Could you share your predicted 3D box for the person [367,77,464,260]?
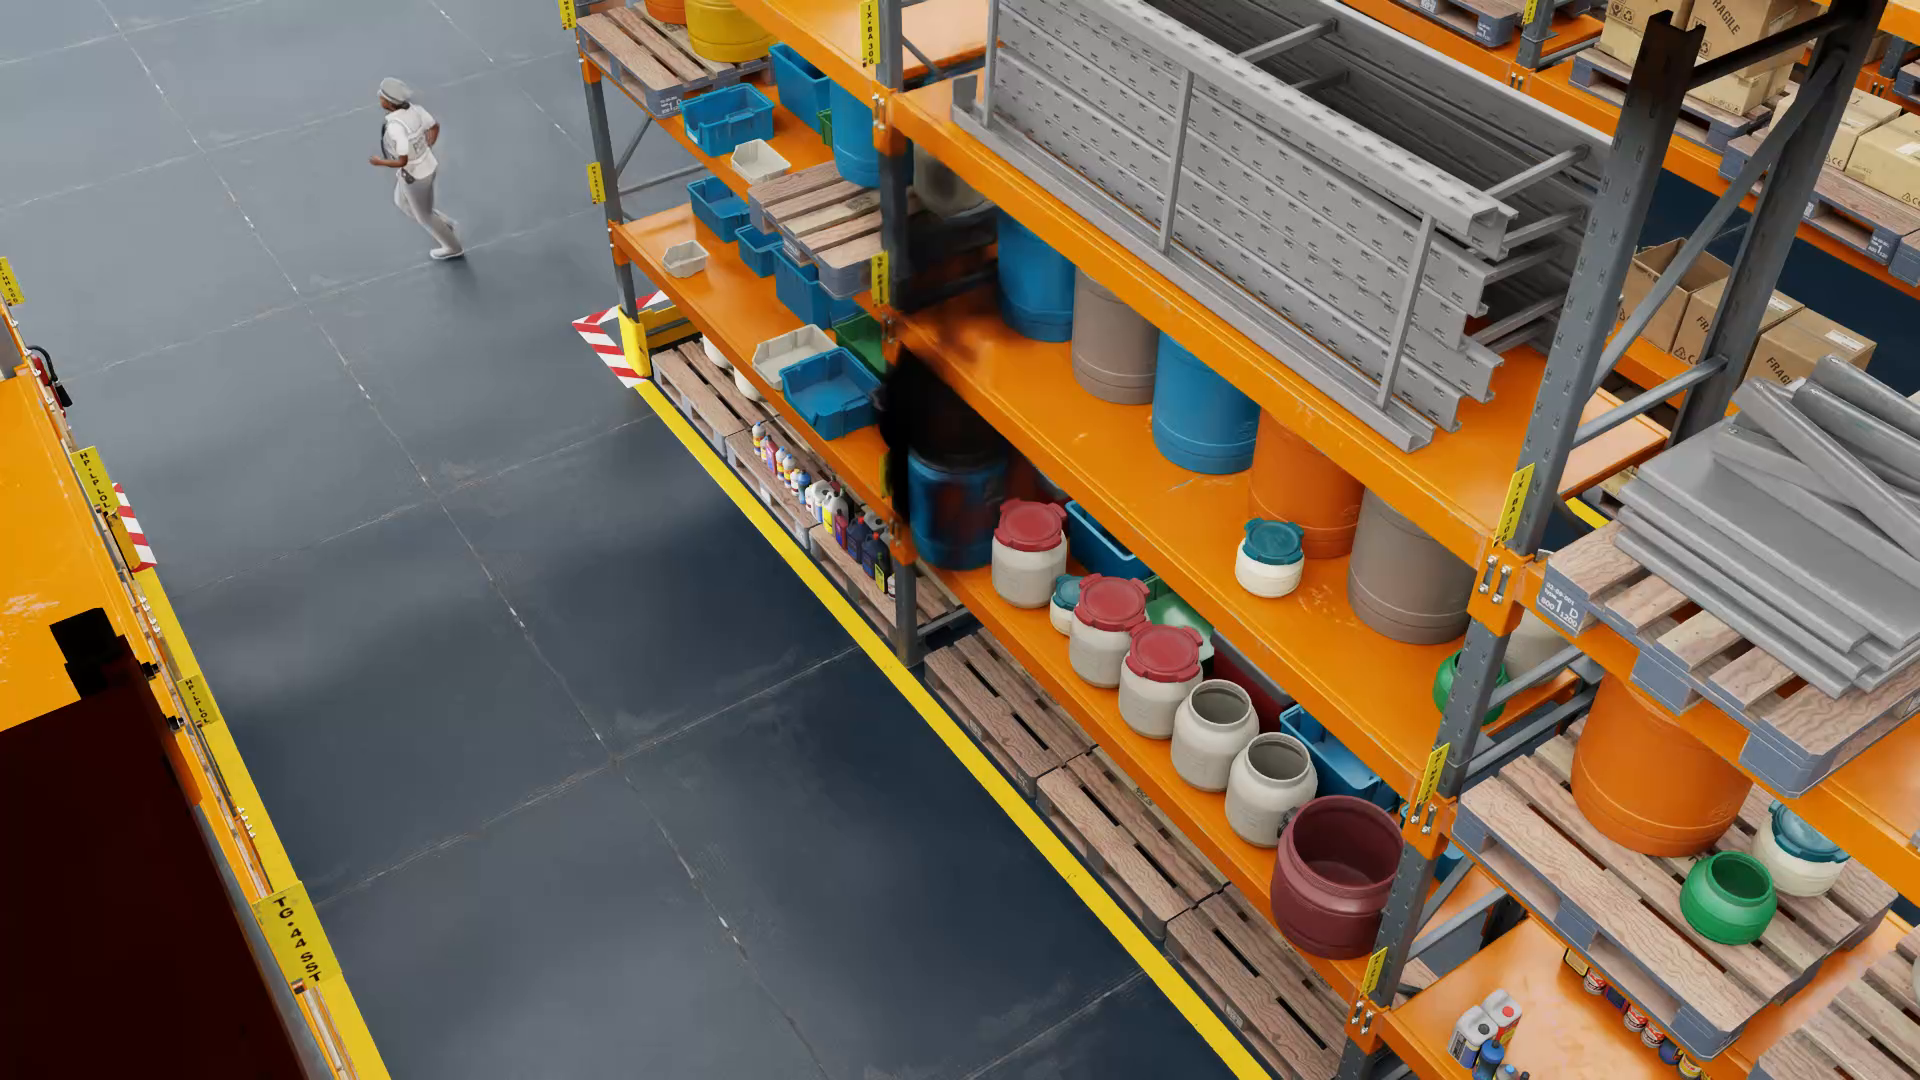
[{"bbox_3d":[-4.591,-3.066,13.858,0.582,1.667,0.560,0,43,0],"label":"person"}]
